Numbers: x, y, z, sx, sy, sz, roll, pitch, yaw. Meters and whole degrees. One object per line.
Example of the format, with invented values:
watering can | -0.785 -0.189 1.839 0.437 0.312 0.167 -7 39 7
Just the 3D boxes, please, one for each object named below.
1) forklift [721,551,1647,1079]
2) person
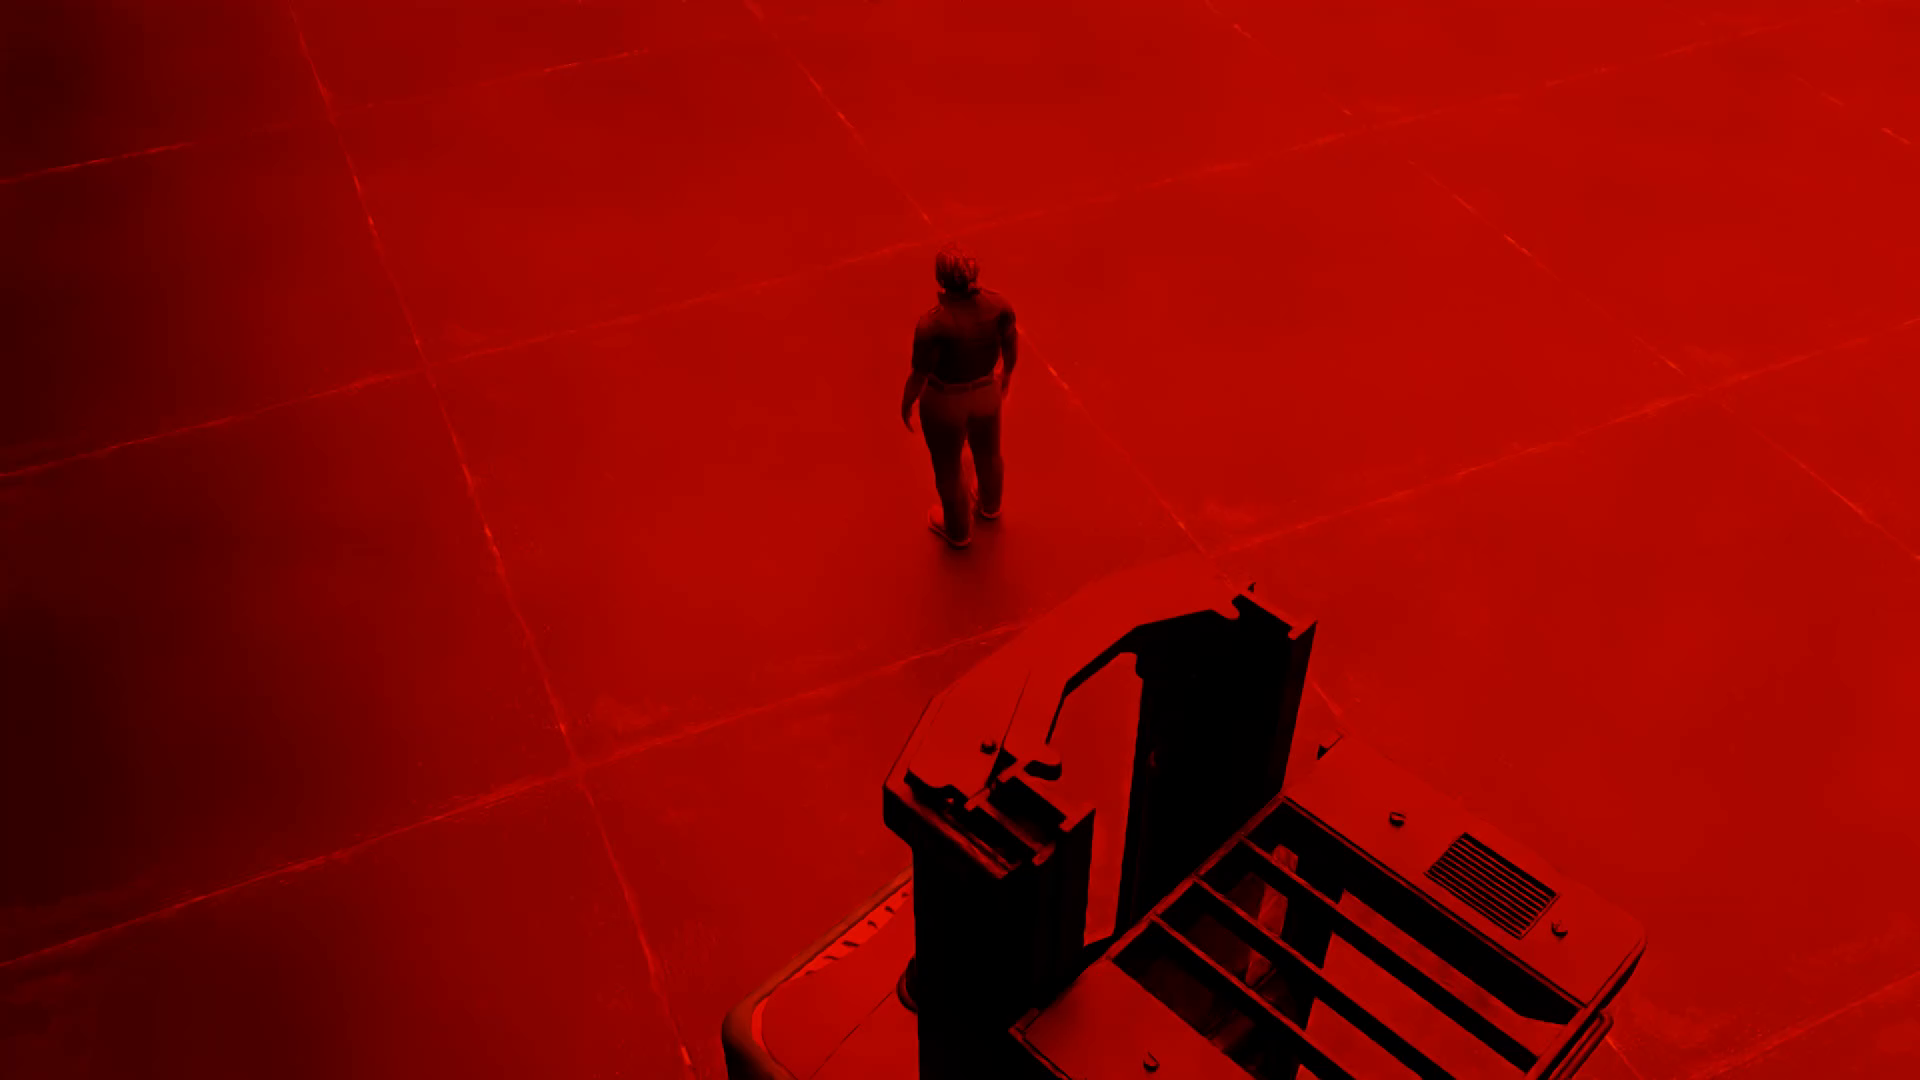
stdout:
forklift | 0.689 1.575 3.993 1.130 2.935 3.031 -34 53 -31
person | -0.019 -0.670 7.323 0.570 1.654 0.503 -18 46 -18
